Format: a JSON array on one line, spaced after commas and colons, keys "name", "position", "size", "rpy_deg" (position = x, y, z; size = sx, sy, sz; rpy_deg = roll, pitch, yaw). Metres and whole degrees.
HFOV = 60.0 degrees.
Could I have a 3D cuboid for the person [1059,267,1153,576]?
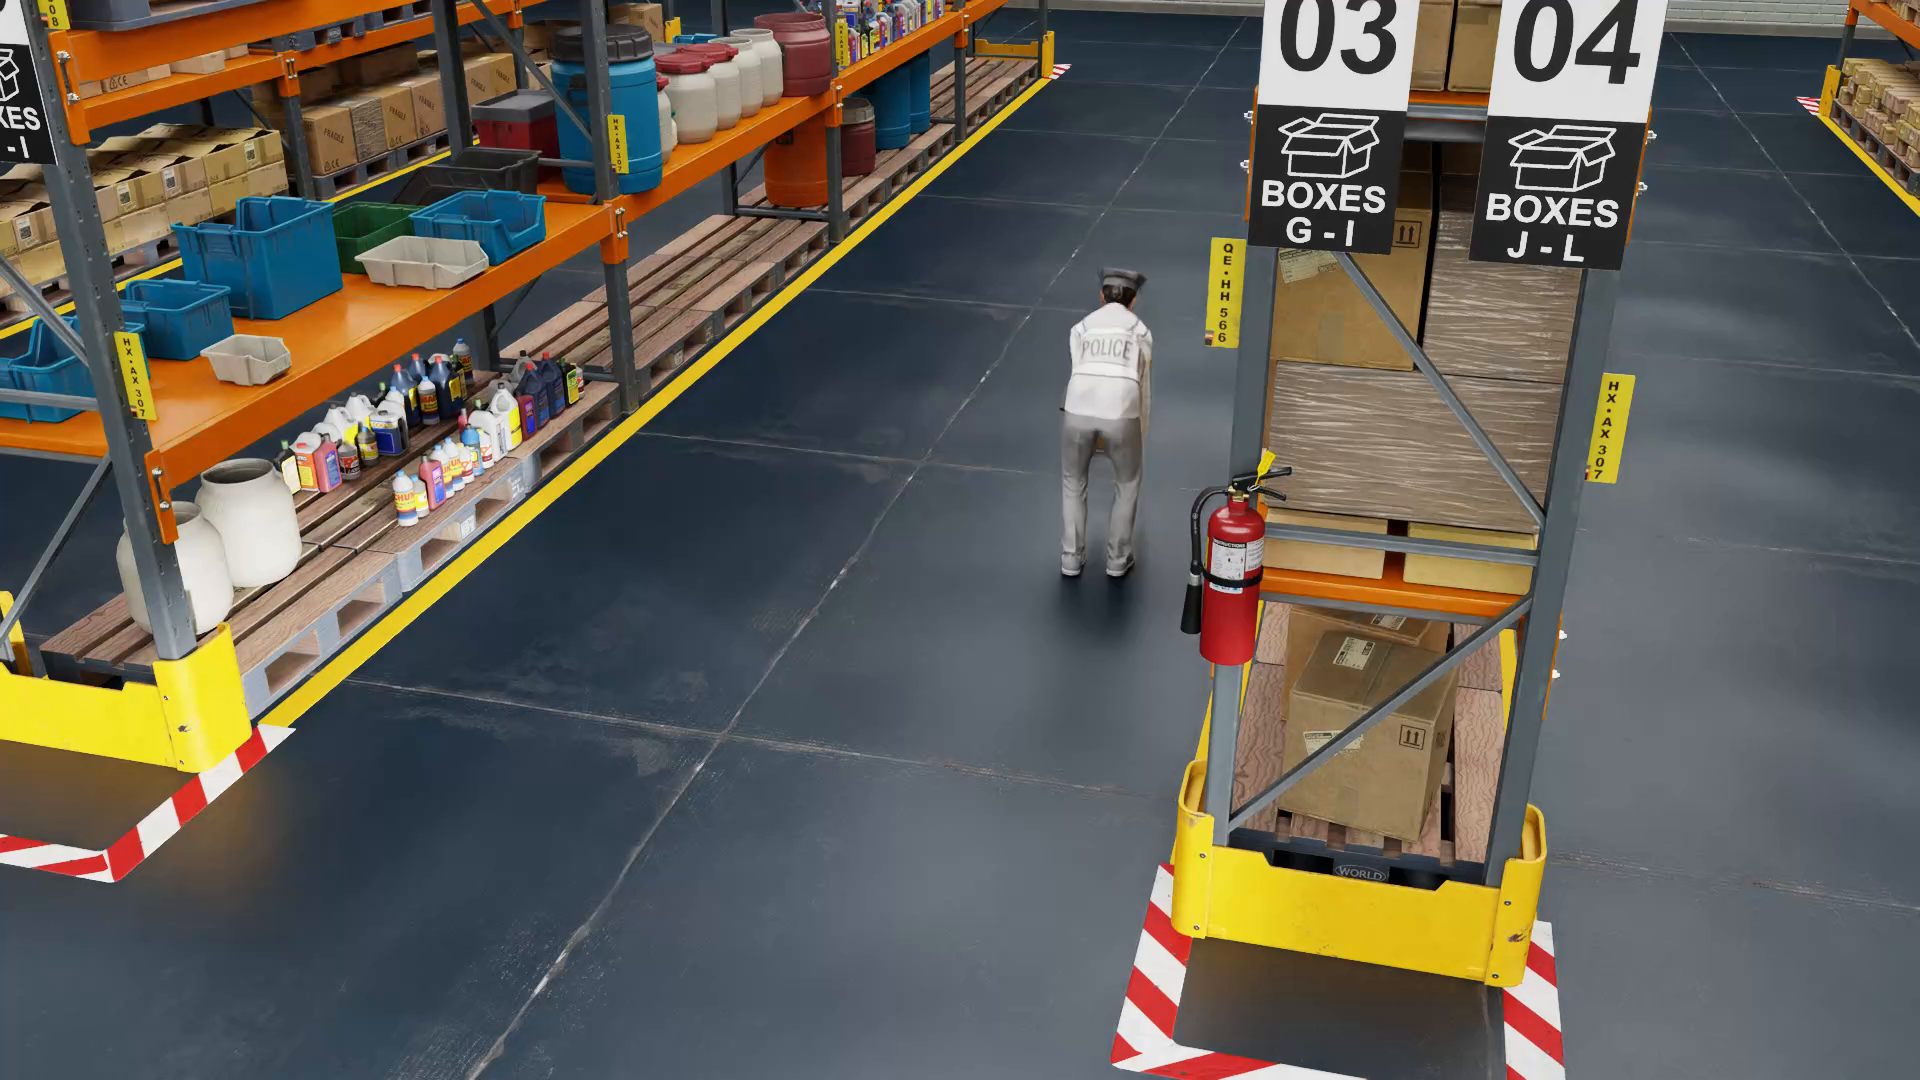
[{"name": "person", "position": [0.718, -0.574, 8.097], "size": [0.399, 1.428, 0.814], "rpy_deg": [6, 26, 12]}]
